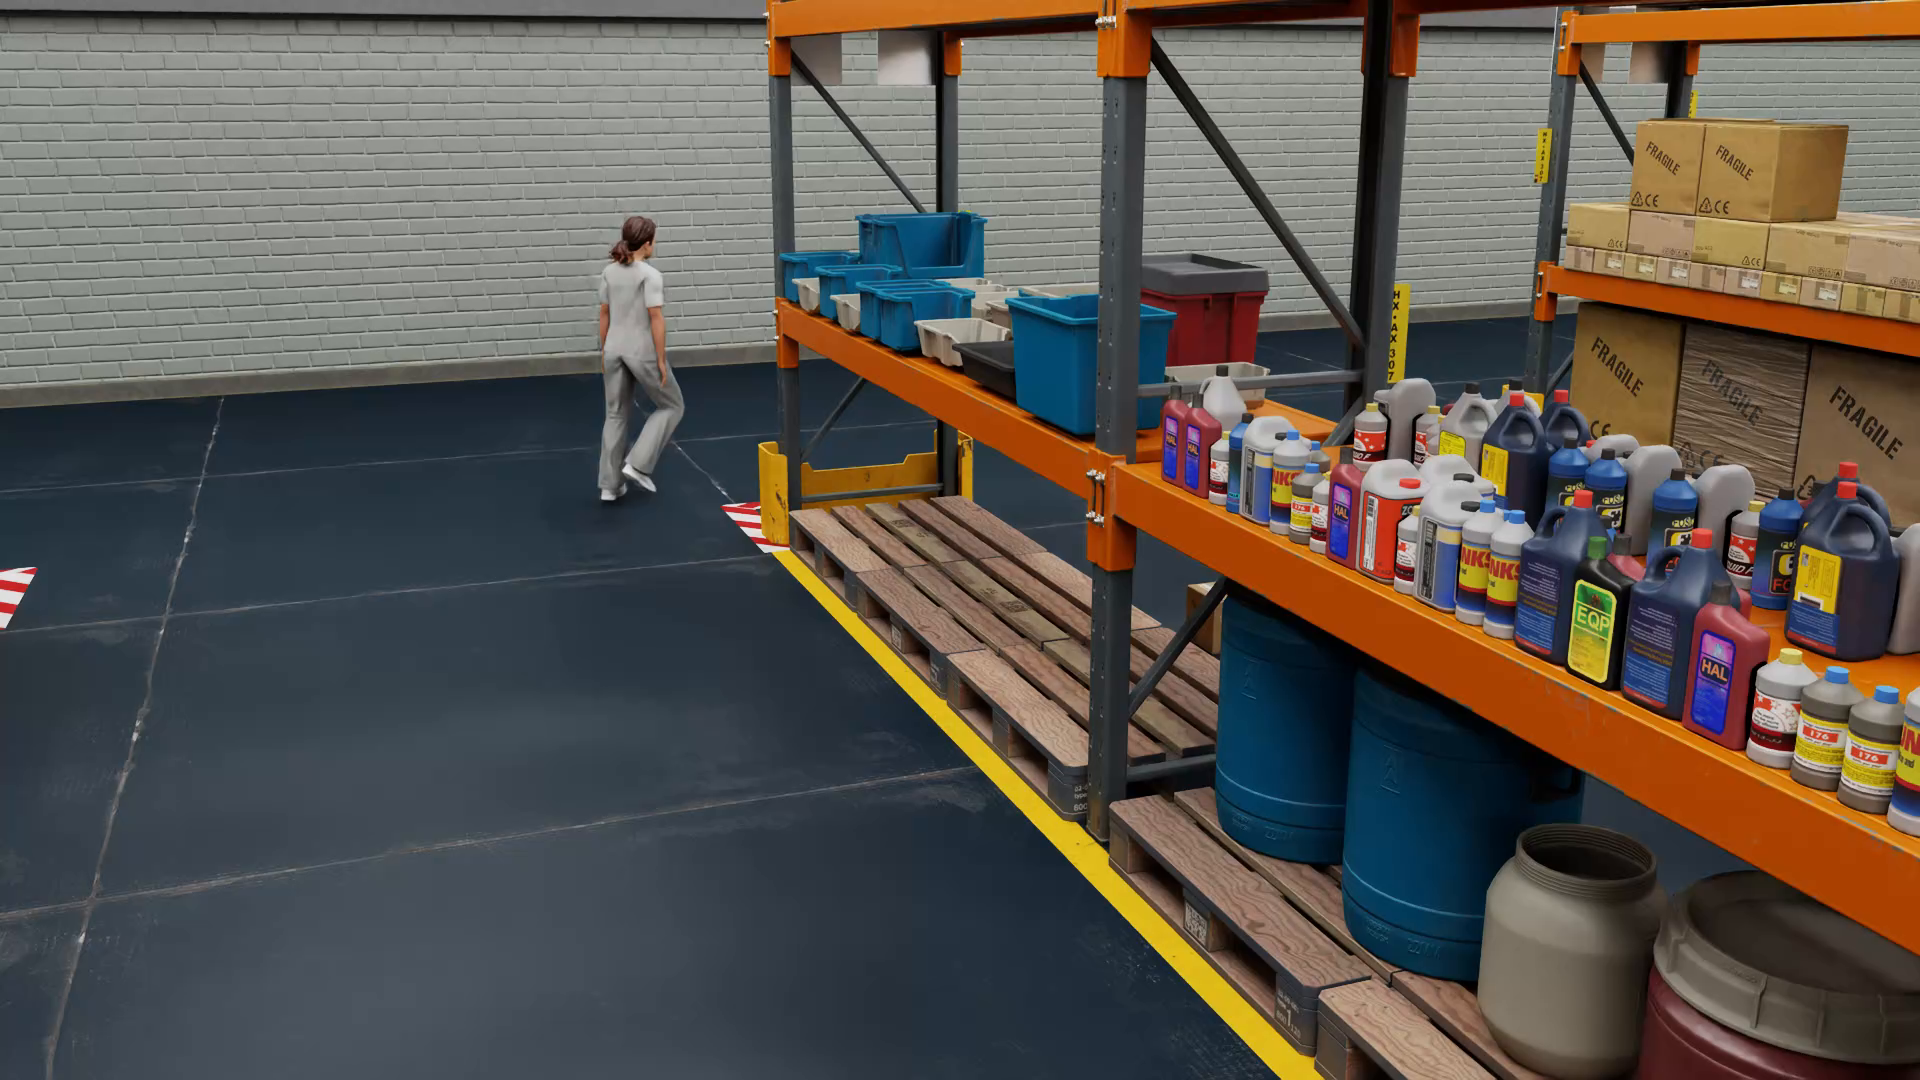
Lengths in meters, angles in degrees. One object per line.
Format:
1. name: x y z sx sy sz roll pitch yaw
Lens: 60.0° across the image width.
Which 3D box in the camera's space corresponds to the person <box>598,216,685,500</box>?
1. person: -1.903 -1.060 9.758 0.515 1.660 0.467 7 17 23
